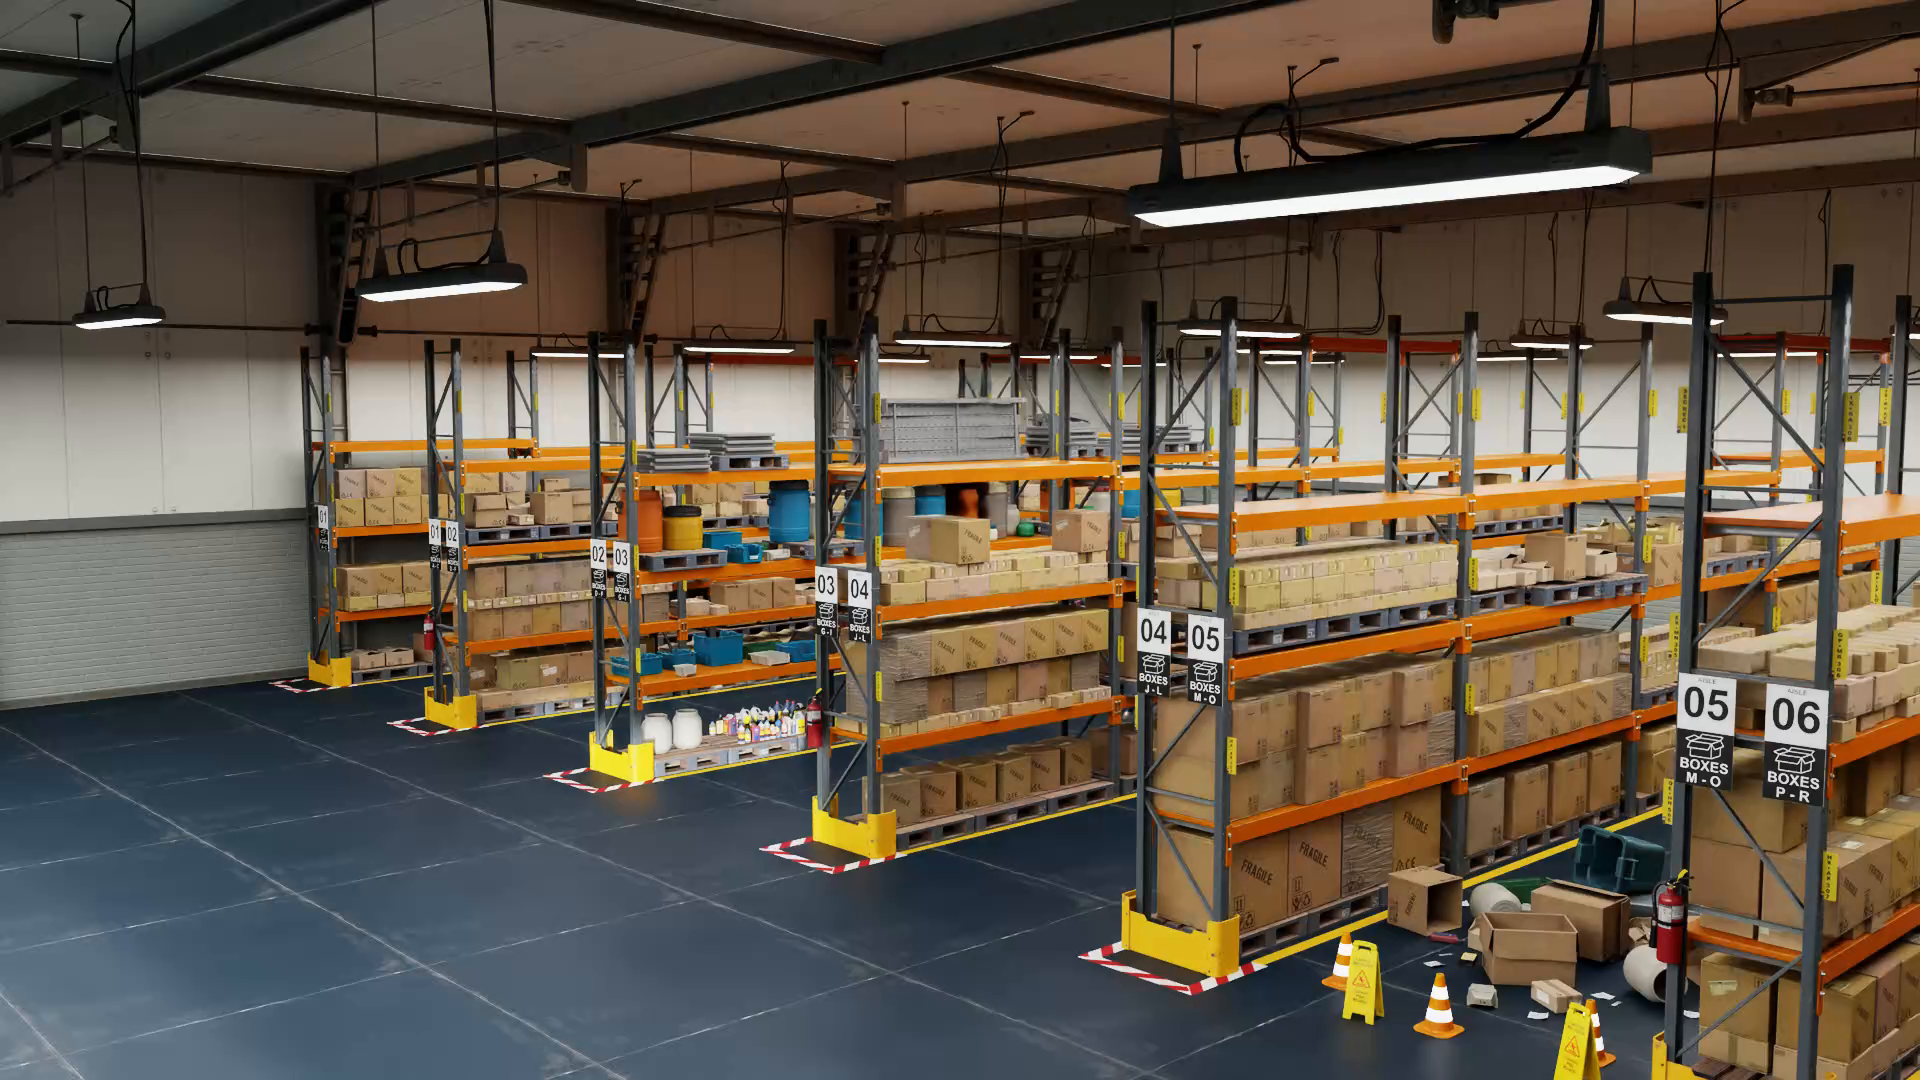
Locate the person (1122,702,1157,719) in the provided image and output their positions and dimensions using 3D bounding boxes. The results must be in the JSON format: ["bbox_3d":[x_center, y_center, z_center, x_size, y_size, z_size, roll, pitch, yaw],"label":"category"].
[{"bbox_3d":[2.687,1.872,24.976,0.543,1.596,0.812,4,7,40],"label":"person"}]
